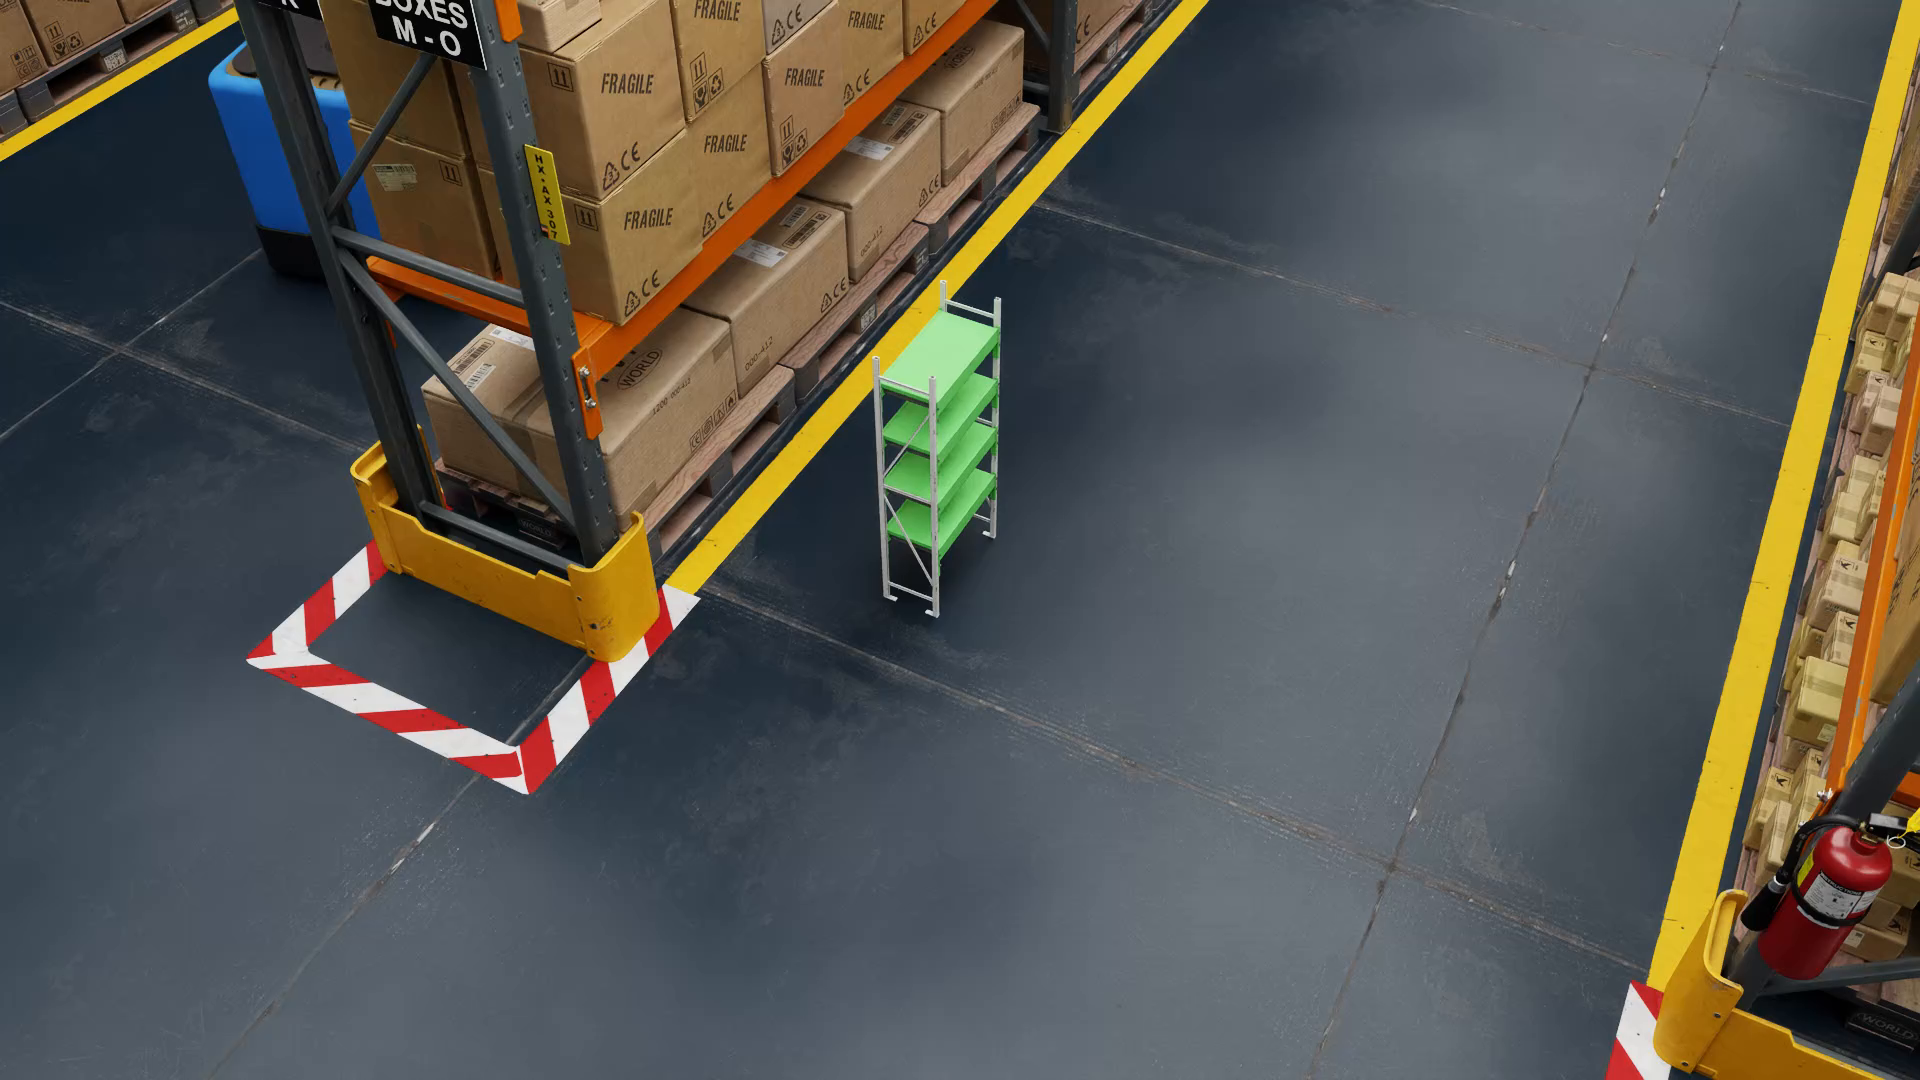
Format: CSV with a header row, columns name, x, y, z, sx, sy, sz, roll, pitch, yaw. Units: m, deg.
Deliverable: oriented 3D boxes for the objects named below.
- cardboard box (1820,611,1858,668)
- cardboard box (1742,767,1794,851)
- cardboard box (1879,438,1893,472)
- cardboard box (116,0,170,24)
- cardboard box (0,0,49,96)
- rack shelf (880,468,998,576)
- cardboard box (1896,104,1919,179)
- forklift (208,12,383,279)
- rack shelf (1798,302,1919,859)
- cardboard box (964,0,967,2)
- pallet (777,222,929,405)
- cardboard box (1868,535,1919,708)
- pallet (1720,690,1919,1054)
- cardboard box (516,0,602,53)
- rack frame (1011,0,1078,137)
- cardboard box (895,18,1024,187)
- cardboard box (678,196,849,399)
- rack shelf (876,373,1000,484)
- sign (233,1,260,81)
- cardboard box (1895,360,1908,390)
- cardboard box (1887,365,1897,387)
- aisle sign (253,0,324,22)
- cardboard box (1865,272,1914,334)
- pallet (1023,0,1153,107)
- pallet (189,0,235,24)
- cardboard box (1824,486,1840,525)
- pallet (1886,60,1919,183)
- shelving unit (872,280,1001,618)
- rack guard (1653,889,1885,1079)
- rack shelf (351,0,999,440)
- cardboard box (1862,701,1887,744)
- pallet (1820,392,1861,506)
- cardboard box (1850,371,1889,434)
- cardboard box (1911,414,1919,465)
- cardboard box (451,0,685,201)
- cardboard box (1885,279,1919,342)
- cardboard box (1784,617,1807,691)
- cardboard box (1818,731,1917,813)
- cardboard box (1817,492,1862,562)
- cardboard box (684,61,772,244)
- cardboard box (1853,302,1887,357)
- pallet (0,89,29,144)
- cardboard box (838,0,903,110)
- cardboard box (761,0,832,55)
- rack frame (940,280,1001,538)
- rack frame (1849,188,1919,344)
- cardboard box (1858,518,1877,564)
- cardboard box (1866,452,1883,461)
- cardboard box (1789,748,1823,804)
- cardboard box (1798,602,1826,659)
name,x,y,z,sx,sy,sz,roll,pitch,yaw
cardboard box,3.076,0.423,5.514,0.380,0.149,0.250,19,48,18
cardboard box,2.792,0.940,5.421,0.380,0.149,0.250,22,49,20
cardboard box,3.617,-0.211,6.140,0.380,0.149,0.250,19,48,17
cardboard box,-4.846,-3.328,9.393,0.700,0.500,0.500,19,48,18
cardboard box,-5.328,-2.674,8.746,0.700,0.500,0.500,22,49,21
rack shelf,-0.077,-0.104,6.436,0.258,0.148,0.480,20,49,19
cardboard box,4.919,-1.980,8.060,0.500,0.500,0.500,19,48,18
forklift,-2.441,-3.223,7.875,1.130,2.935,3.031,11,46,10
rack shelf,3.631,-0.326,5.469,1.077,0.370,4.000,20,49,19
cardboard box,-0.095,-2.742,7.280,0.500,0.500,0.500,19,48,18
pallet,-0.859,-1.204,7.792,1.003,0.211,1.213,20,49,19
cardboard box,2.683,0.174,4.190,0.500,0.500,0.500,21,49,20
pallet,3.147,1.114,5.501,1.003,0.211,1.213,20,49,19
cardboard box,-1.319,-1.636,5.029,0.380,0.149,0.250,21,49,20
rack frame,0.128,-3.409,8.010,1.000,3.000,0.127,20,49,19
cardboard box,-0.258,-2.296,8.416,0.875,0.438,0.875,20,49,19
cardboard box,-1.093,-1.164,7.298,0.875,0.438,0.875,22,49,20
rack shelf,-0.077,-0.441,6.095,0.258,0.148,0.480,20,49,19
sign,-2.203,-1.567,5.210,0.100,0.325,0.005,20,49,19
cardboard box,3.861,-0.543,6.469,0.380,0.149,0.250,19,48,18
cardboard box,3.989,-0.611,6.745,0.380,0.149,0.250,20,49,19
aisle sign,-2.037,-1.860,4.652,0.394,0.787,0.004,20,49,19
cardboard box,4.108,-0.966,7.096,0.380,0.149,0.250,23,50,21
pallet,0.420,-2.940,9.507,1.003,0.211,1.213,20,49,19
pallet,-4.590,-3.633,10.192,1.003,0.211,1.213,20,49,19
cardboard box,3.540,-0.030,6.380,0.380,0.149,0.250,19,48,18
pallet,5.485,-2.121,8.697,1.003,0.211,1.213,20,49,19
shelving unit,-0.077,-0.317,6.220,0.258,1.200,0.503,20,49,19
rack guard,2.738,1.512,4.904,1.175,0.500,0.348,20,49,19
rack shelf,-0.800,-1.896,7.021,1.077,0.370,4.000,20,49,19
cardboard box,2.604,0.471,4.352,0.380,0.149,0.250,21,49,19
pallet,4.279,-0.423,7.020,1.003,0.211,1.213,20,49,19
cardboard box,3.913,-0.519,6.863,0.380,0.149,0.250,20,49,19
cardboard box,3.154,-0.472,4.828,0.500,0.500,0.500,21,49,19
cardboard box,-1.253,-1.484,5.335,0.500,0.500,0.500,19,48,18
cardboard box,4.036,-0.891,6.812,0.380,0.149,0.250,23,50,21
cardboard box,3.157,0.461,5.895,0.380,0.149,0.250,18,48,17
cardboard box,2.892,0.770,5.171,0.380,0.149,0.250,21,49,20
cardboard box,3.402,0.008,6.133,0.380,0.149,0.250,21,49,19
cardboard box,-1.041,-1.460,6.014,0.500,0.500,0.500,20,49,19
cardboard box,4.106,-0.861,7.201,0.380,0.149,0.250,18,48,17
pallet,-5.722,-2.096,8.673,1.003,0.211,1.213,20,49,19
cardboard box,-0.571,-2.095,6.642,0.500,0.500,0.500,22,49,20
cardboard box,-0.788,-2.139,5.982,0.500,0.500,0.500,20,49,19
rack frame,0.036,-0.471,6.372,0.240,1.200,0.015,20,49,19
rack frame,4.560,-1.838,6.458,1.000,3.000,0.127,20,49,19
cardboard box,3.372,0.106,5.827,0.380,0.149,0.250,19,48,18
cardboard box,3.712,-0.277,6.415,0.380,0.149,0.250,23,50,21
cardboard box,2.864,0.858,5.293,0.380,0.149,0.250,19,48,18
cardboard box,3.164,0.346,5.799,0.380,0.149,0.250,21,49,20
